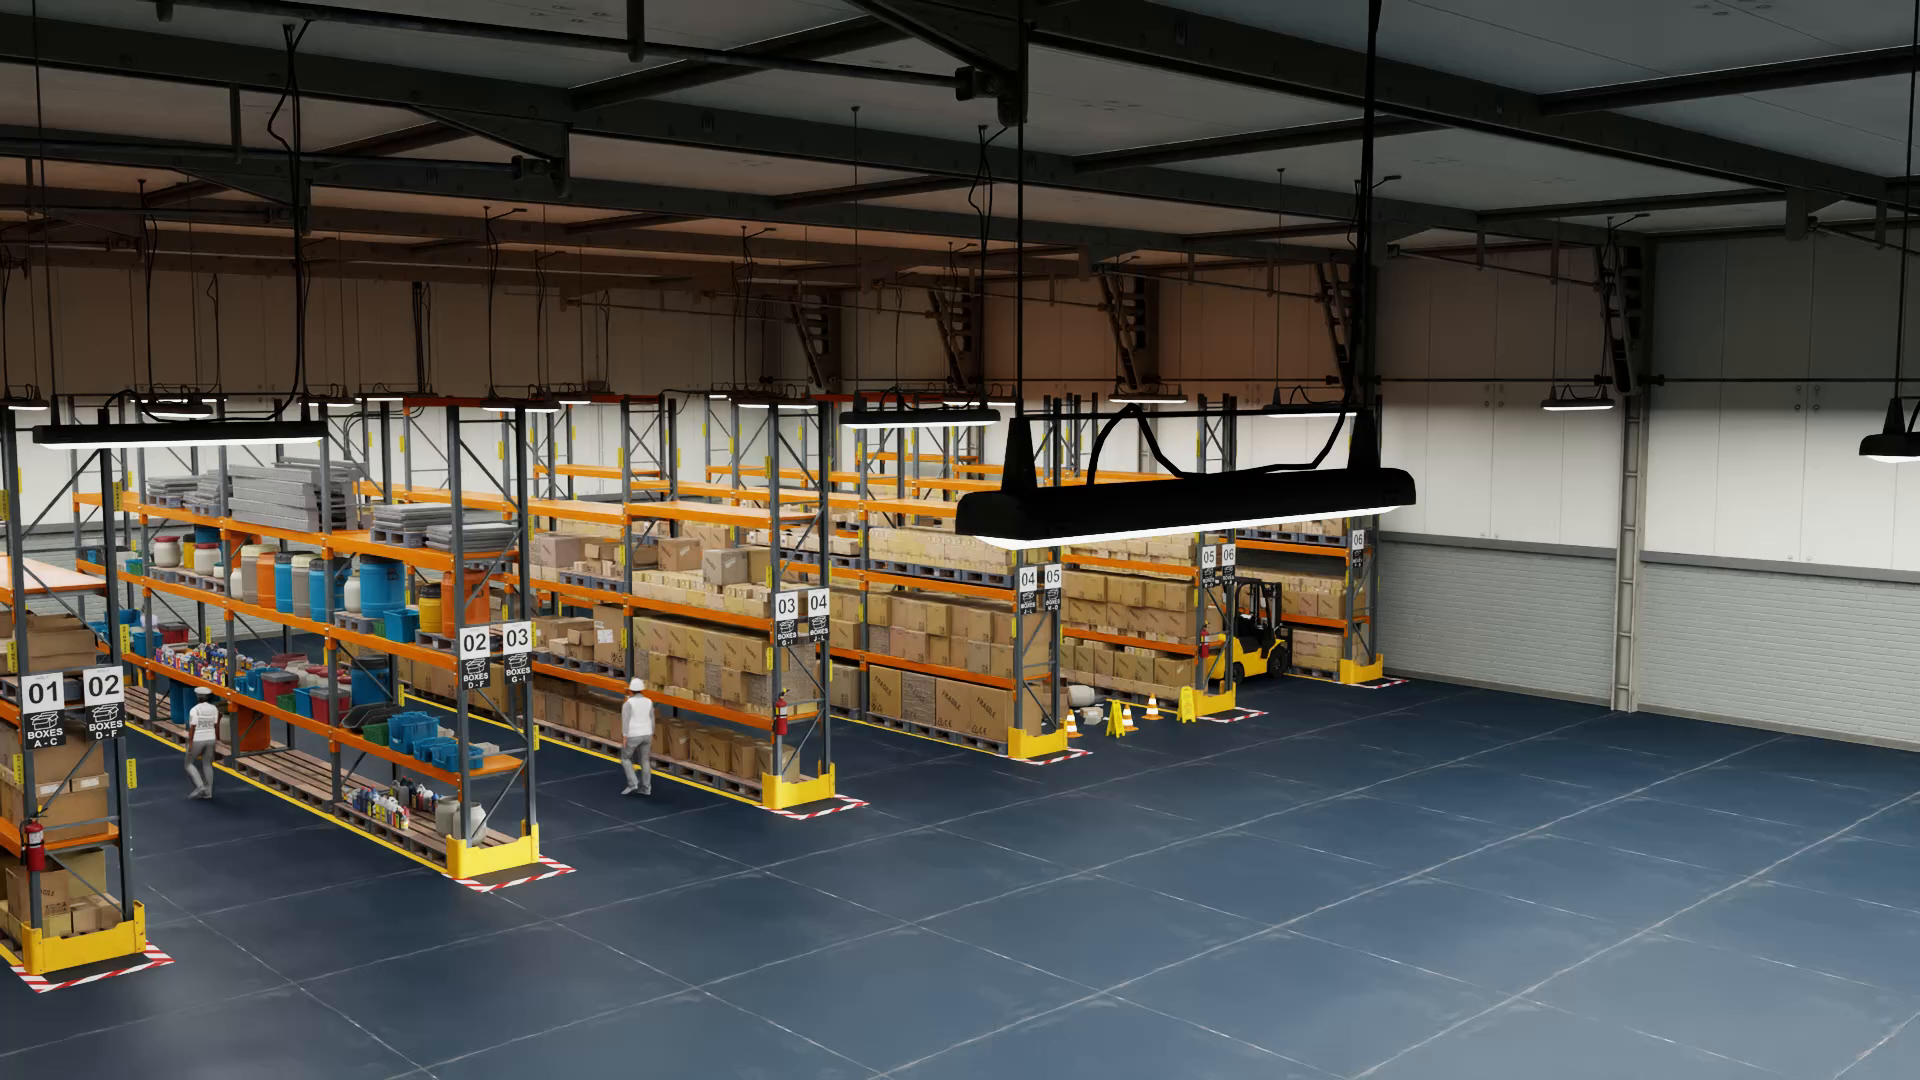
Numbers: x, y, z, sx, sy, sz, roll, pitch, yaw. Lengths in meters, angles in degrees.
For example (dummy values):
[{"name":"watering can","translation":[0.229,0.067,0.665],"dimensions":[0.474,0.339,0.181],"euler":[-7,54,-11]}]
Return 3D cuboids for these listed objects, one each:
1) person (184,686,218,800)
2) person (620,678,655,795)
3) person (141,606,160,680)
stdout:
[{"name":"person","translation":[-11.438,3.069,25.093],"dimensions":[0.425,1.672,0.529],"euler":[4,7,38]},{"name":"person","translation":[-4.897,3.003,25.345],"dimensions":[0.570,1.788,0.519],"euler":[-5,8,-43]},{"name":"person","translation":[-17.115,2.132,35.086],"dimensions":[1.052,1.583,0.555],"euler":[4,7,38]}]
